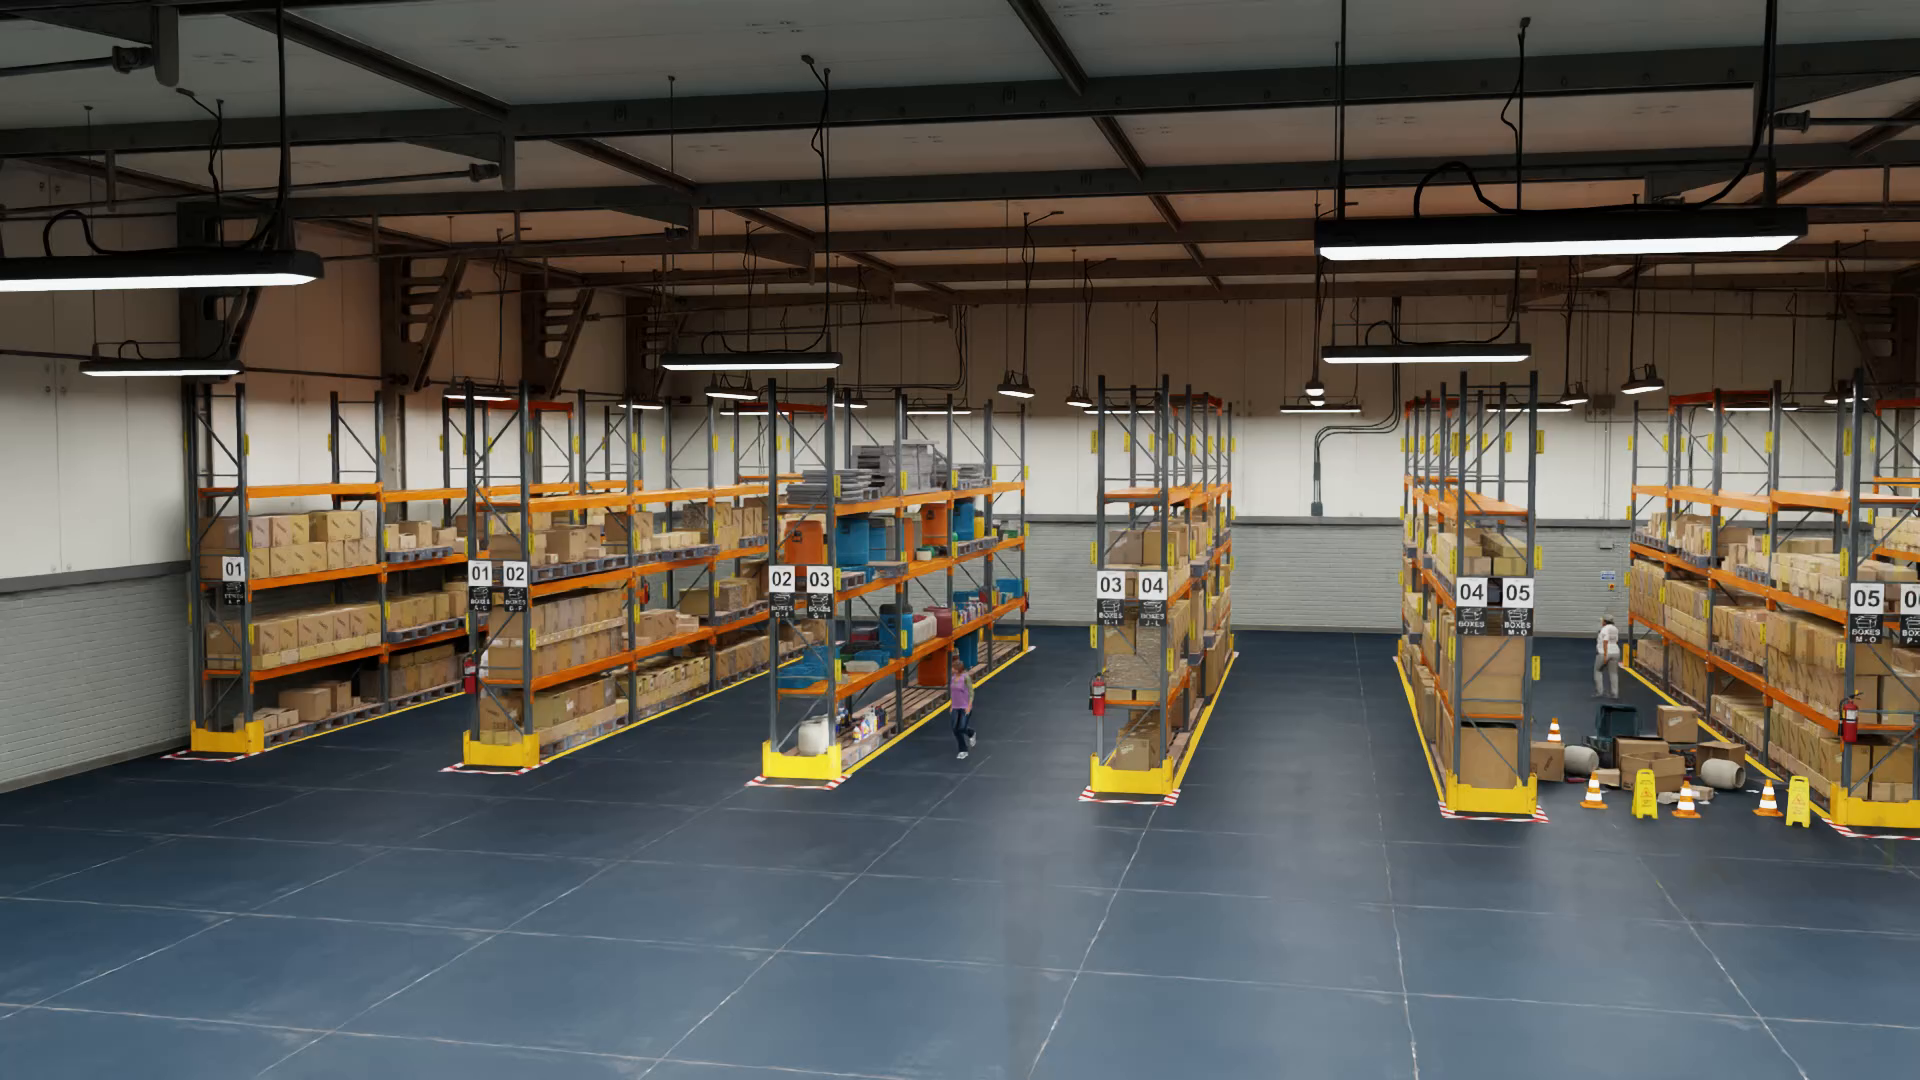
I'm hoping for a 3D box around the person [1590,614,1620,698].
[{"bbox_3d":[12.817,2.323,32.842,0.503,1.703,0.578,0,3,-9],"label":"person"}]

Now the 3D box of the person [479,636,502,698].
[{"bbox_3d":[-8.226,2.523,29.162,0.519,1.675,0.756,0,3,-2],"label":"person"}]

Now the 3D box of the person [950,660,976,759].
[{"bbox_3d":[0.052,2.703,26.690,0.481,1.570,0.497,3,4,38],"label":"person"}]
